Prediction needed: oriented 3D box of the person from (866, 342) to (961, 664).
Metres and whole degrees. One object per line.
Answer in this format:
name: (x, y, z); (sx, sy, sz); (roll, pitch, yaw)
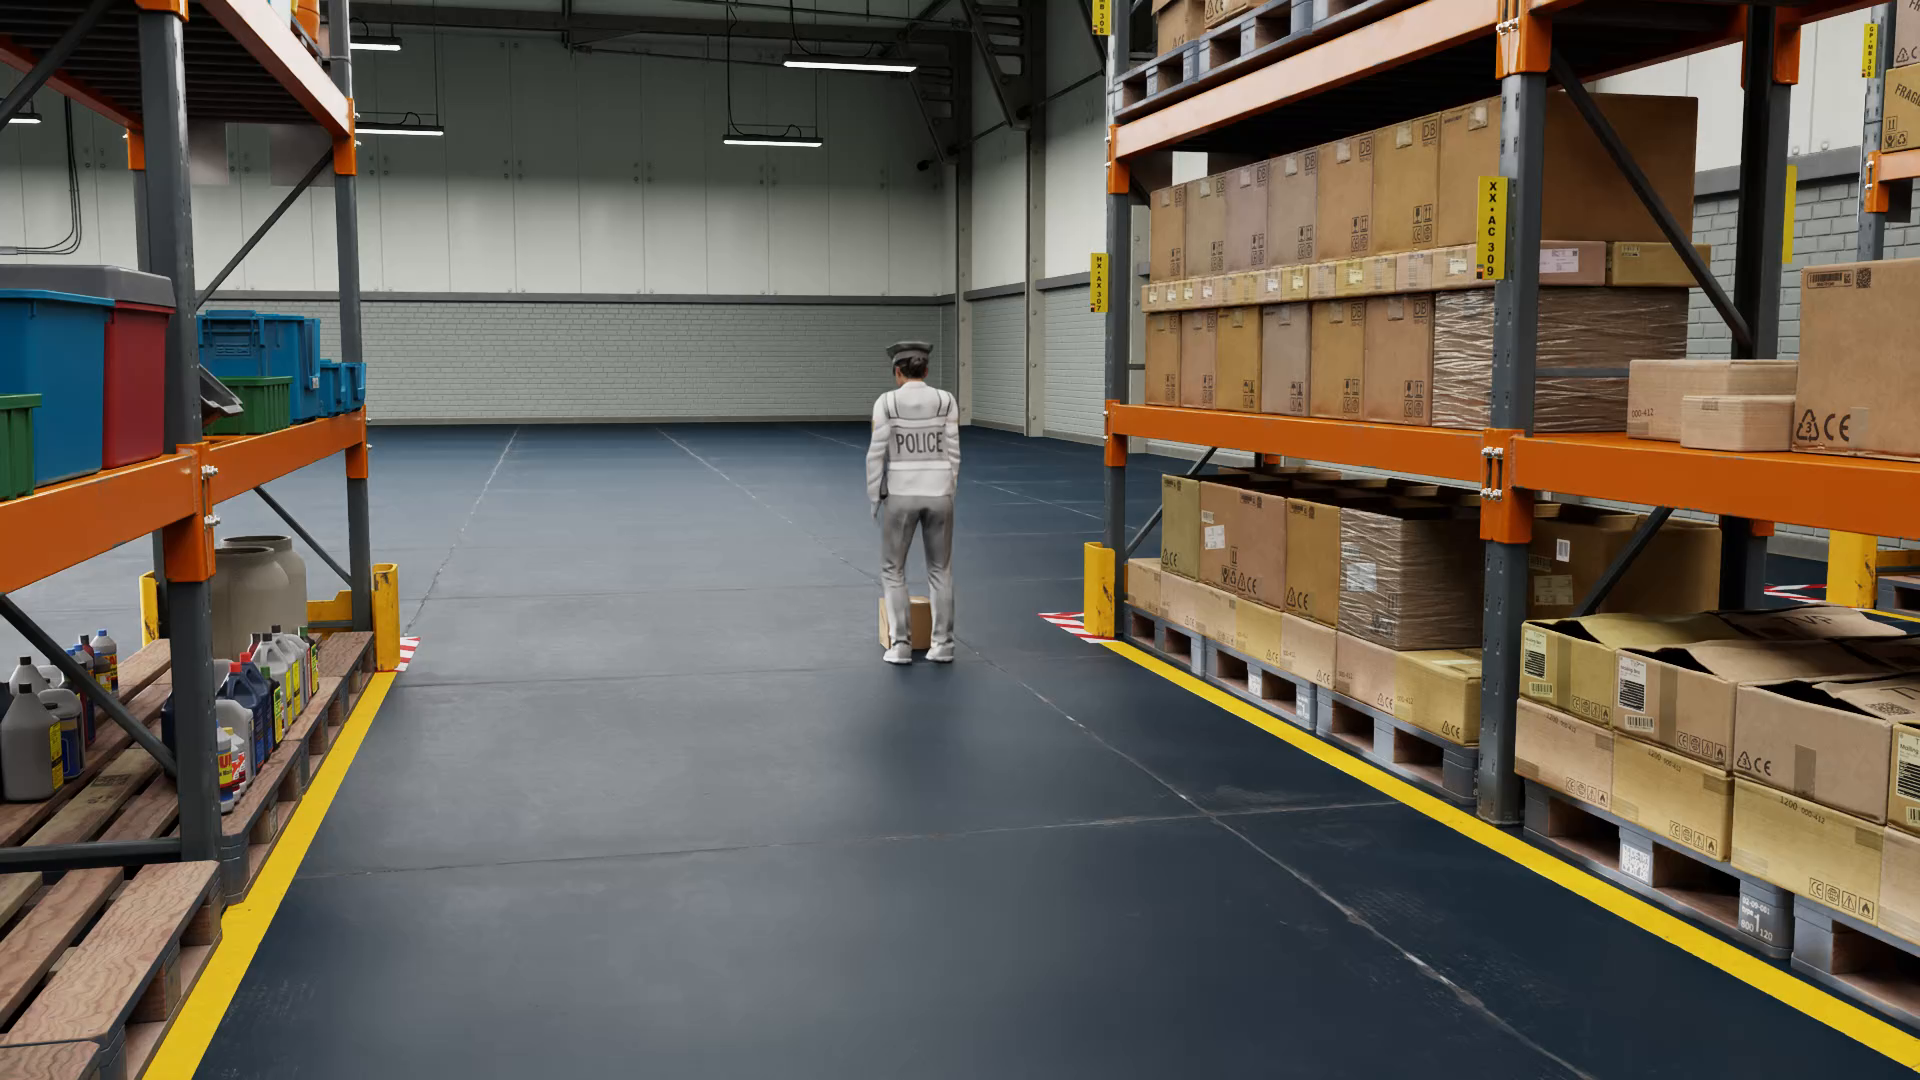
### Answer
person: (-0.241, -0.186, 8.515); (0.488, 1.648, 0.396); (-1, 6, -12)
